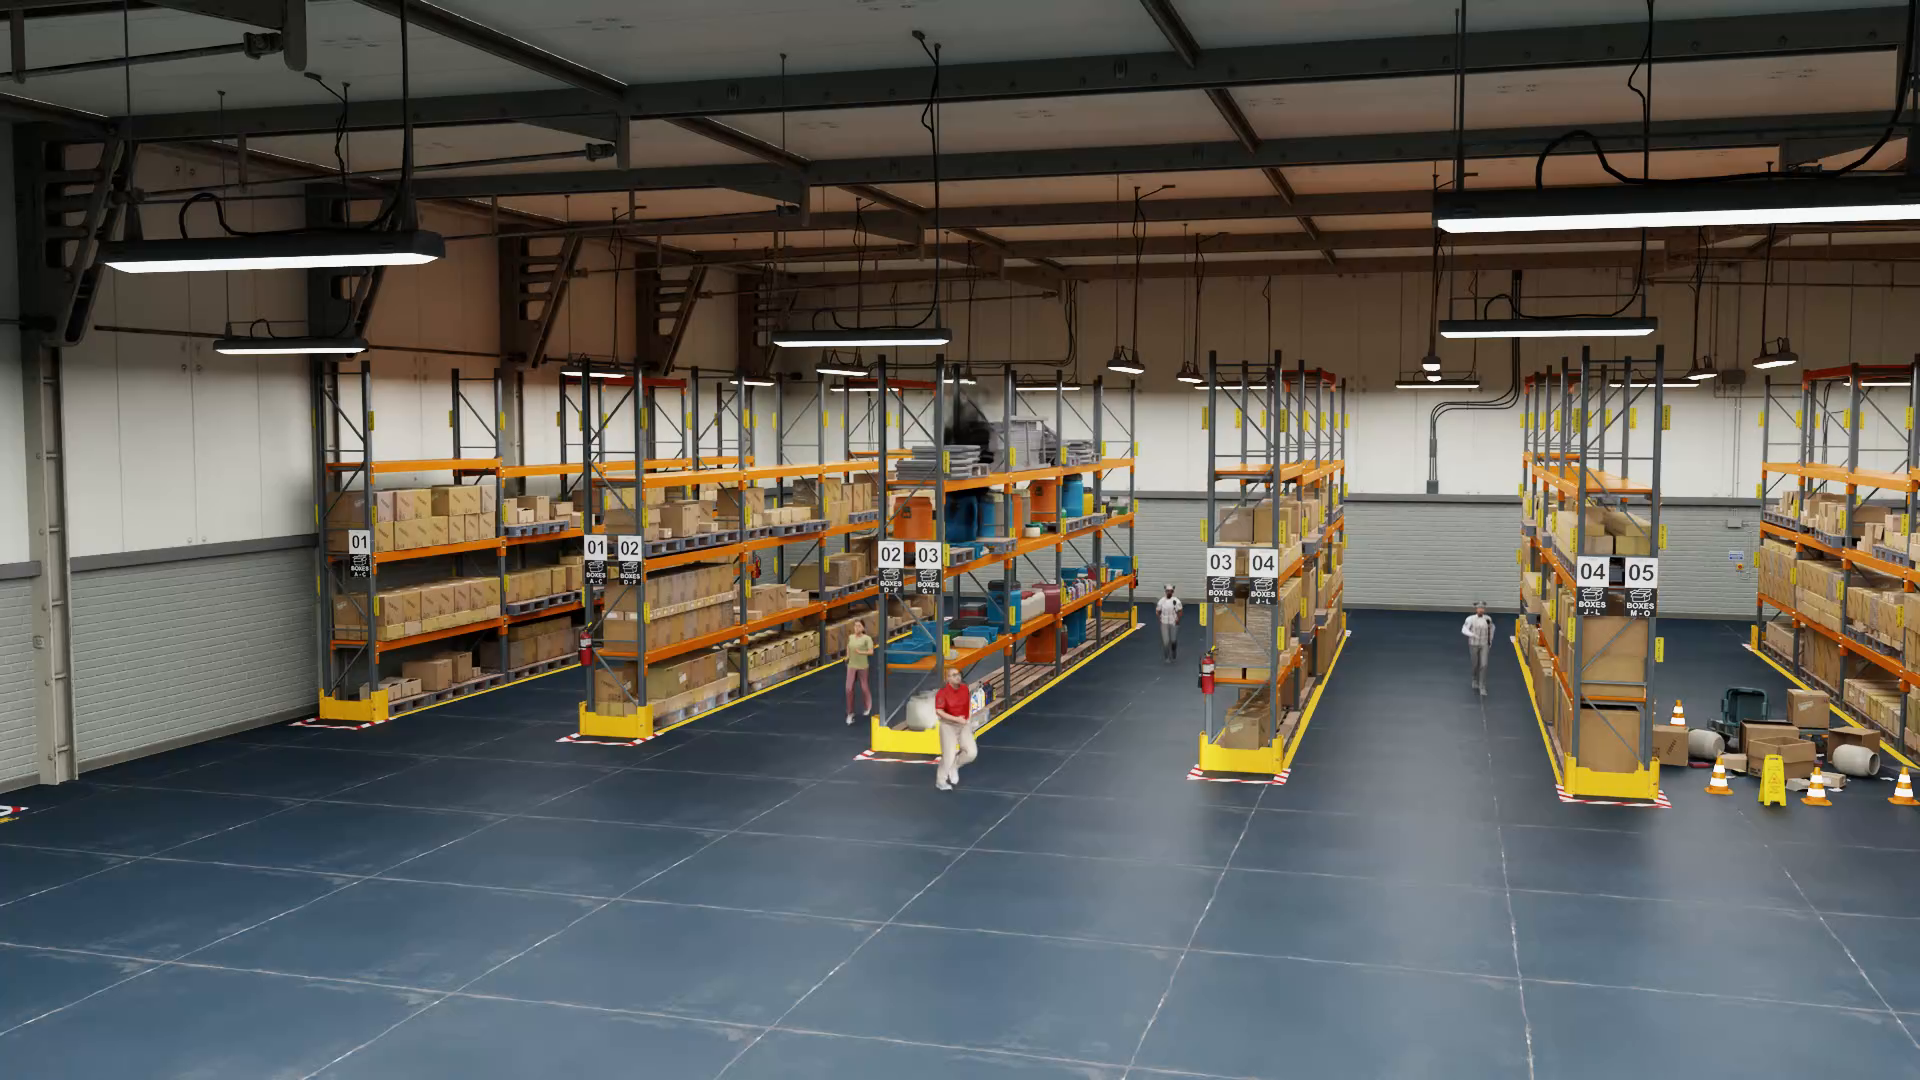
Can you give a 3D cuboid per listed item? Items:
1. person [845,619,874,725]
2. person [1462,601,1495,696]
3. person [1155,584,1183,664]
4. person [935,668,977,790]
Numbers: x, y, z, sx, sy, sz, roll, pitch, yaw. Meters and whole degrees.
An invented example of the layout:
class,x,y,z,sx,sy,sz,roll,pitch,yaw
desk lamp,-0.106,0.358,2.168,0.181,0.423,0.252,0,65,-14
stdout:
class,x,y,z,sx,sy,sz,roll,pitch,yaw
person,-1.684,2.170,27.784,0.552,1.715,0.830,1,4,13
person,9.562,1.965,30.674,0.602,1.725,0.840,1,4,14
person,4.312,1.724,34.336,0.573,1.650,0.562,1,4,9
person,-0.038,2.553,22.422,0.685,1.677,0.743,-3,5,-34
